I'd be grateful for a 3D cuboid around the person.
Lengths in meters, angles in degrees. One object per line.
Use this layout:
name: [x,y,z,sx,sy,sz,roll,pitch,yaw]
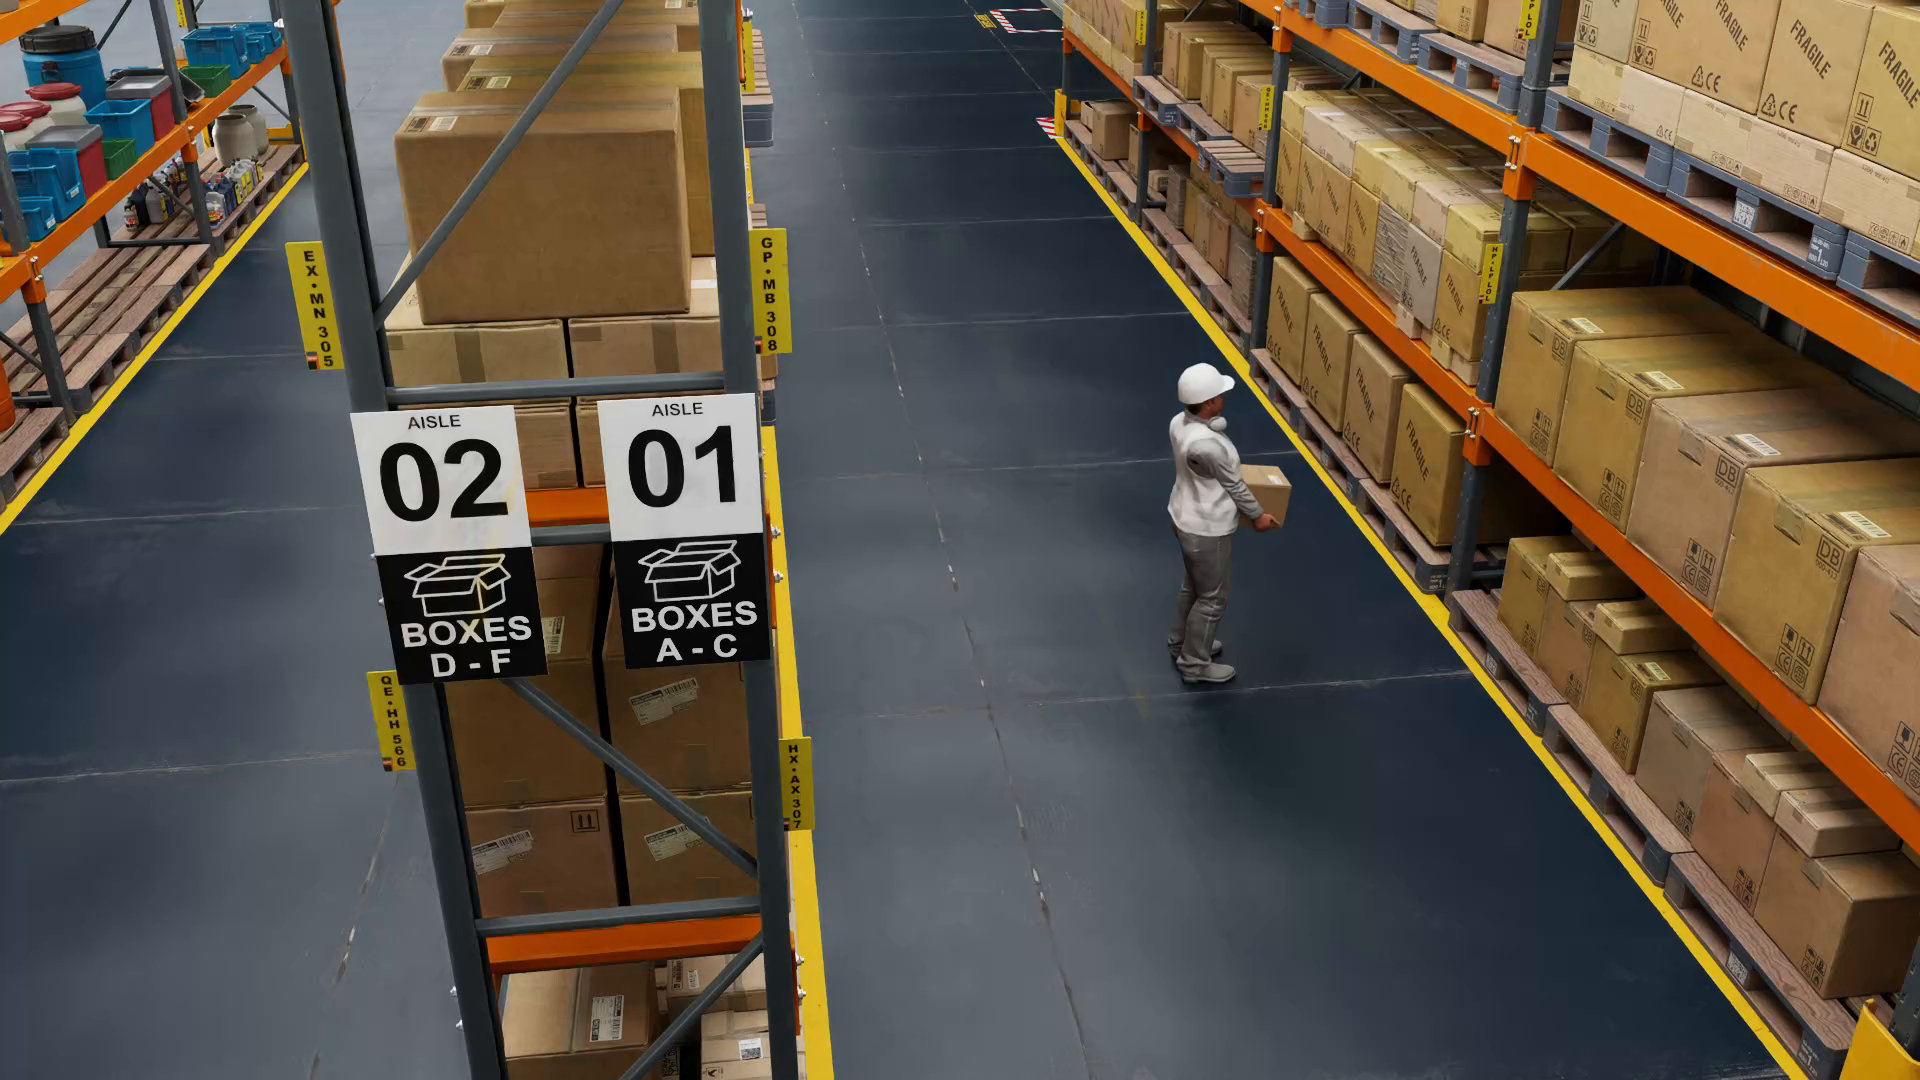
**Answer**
person: [1.378,-0.105,8.805,0.550,1.762,0.494,-3,27,-6]
